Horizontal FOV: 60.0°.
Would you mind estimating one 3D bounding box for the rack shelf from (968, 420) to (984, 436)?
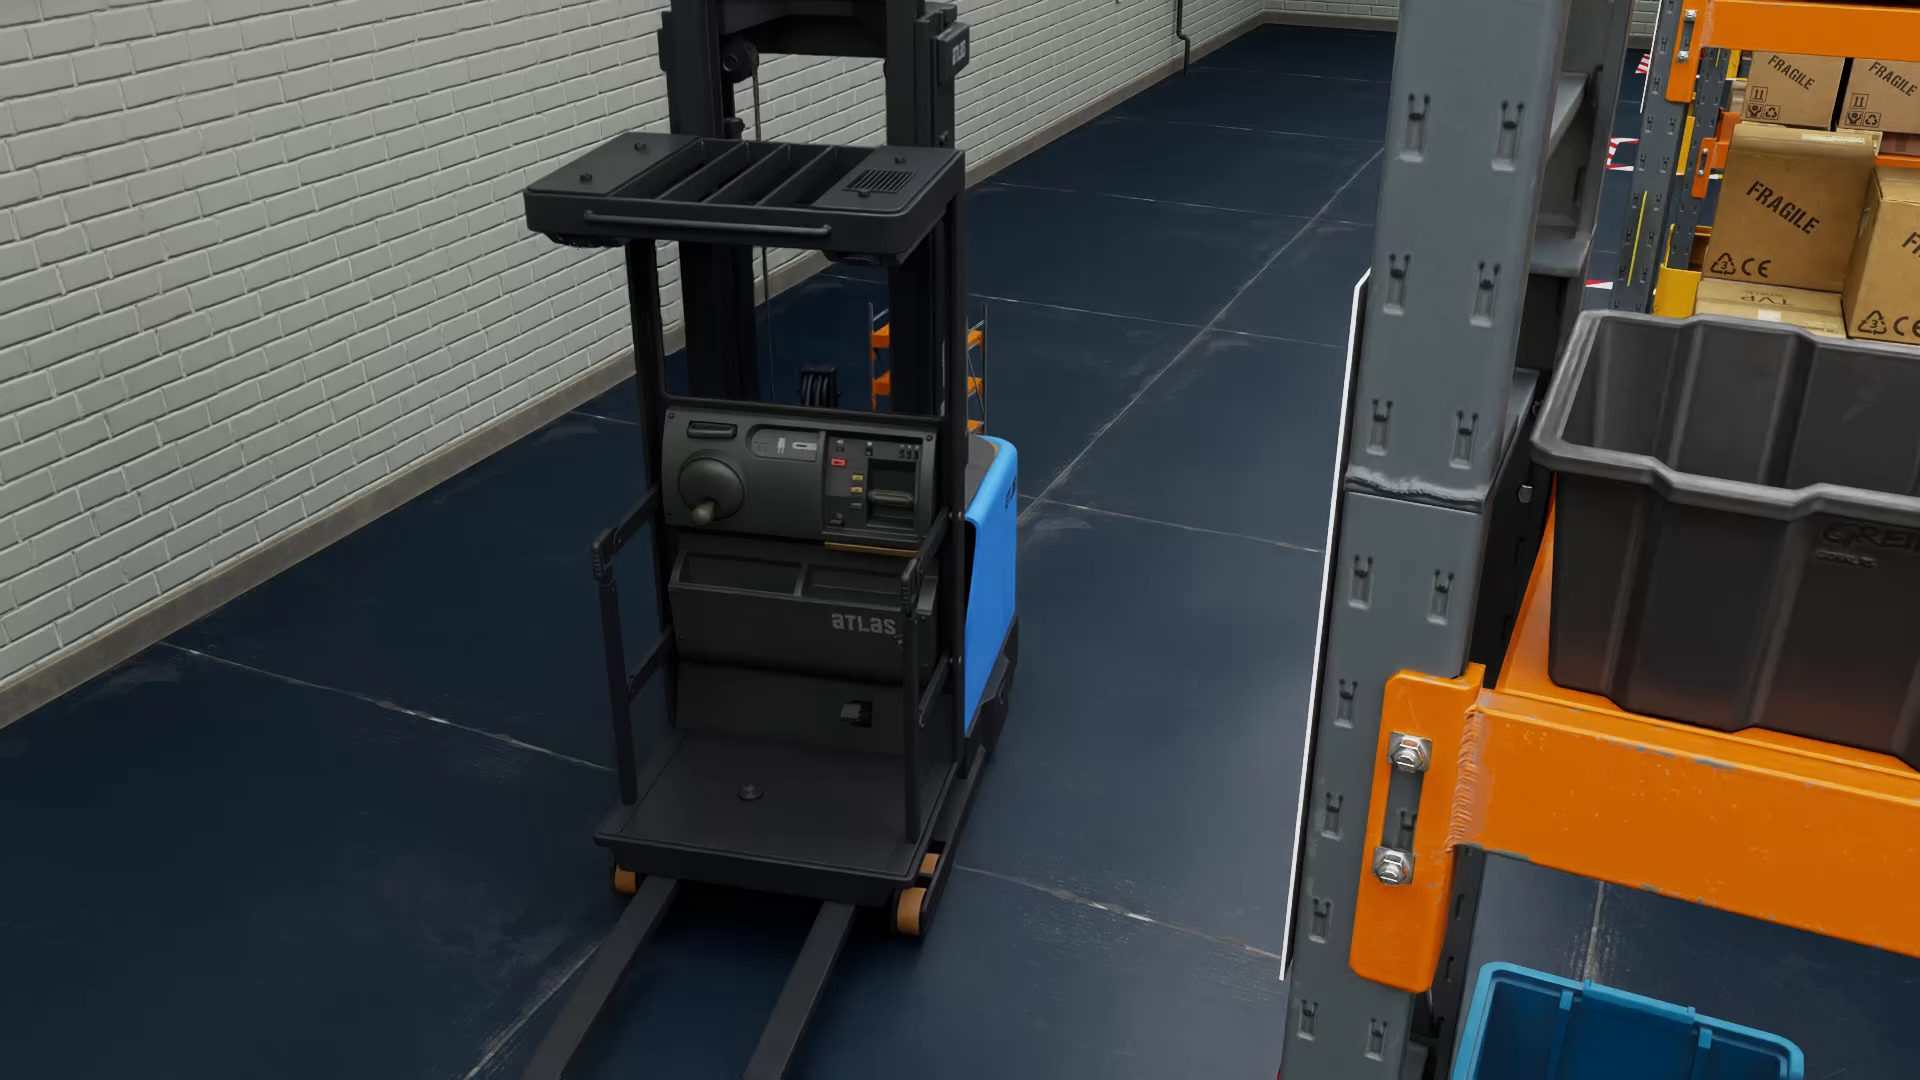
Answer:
[{"bbox_3d":[-0.151,-0.508,8.076,0.480,0.148,0.258,11,28,22],"label":"rack shelf"}]

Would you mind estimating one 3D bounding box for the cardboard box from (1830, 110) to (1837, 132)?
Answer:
[{"bbox_3d":[5.677,-2.698,10.619,0.250,0.149,0.380,11,28,21],"label":"cardboard box"}]

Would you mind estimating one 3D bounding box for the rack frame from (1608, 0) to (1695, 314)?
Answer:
[{"bbox_3d":[2.672,-0.882,6.645,0.127,3.000,1.000,11,28,22],"label":"rack frame"}]

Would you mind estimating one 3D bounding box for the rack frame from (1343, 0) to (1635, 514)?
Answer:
[{"bbox_3d":[0.622,-1.582,1.275,0.127,3.000,1.000,11,28,22],"label":"rack frame"}]

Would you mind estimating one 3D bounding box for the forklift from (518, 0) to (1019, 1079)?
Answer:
[{"bbox_3d":[-0.579,-0.174,5.285,1.130,2.935,3.031,6,27,11],"label":"forklift"}]

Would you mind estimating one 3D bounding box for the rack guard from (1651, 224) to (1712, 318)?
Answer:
[{"bbox_3d":[4.887,-1.722,11.182,0.348,0.500,1.175,11,28,22],"label":"rack guard"}]

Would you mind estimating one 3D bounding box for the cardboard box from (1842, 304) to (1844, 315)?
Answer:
[{"bbox_3d":[3.685,-0.873,6.460,0.500,0.250,0.500,11,28,21],"label":"cardboard box"}]

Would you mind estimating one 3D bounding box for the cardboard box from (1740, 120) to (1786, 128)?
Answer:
[{"bbox_3d":[4.977,-2.554,10.325,0.250,0.149,0.380,11,28,21],"label":"cardboard box"}]

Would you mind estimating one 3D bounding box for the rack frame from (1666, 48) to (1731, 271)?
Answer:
[{"bbox_3d":[4.818,-2.857,10.658,0.127,3.000,1.000,11,28,22],"label":"rack frame"}]

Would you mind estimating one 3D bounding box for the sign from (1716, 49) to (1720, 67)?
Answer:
[{"bbox_3d":[4.593,-3.028,10.023,0.005,0.325,0.100,11,28,22],"label":"sign"}]

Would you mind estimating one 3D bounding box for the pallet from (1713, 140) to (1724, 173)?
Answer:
[{"bbox_3d":[7.535,-3.500,15.121,1.213,0.211,1.003,11,28,22],"label":"pallet"}]

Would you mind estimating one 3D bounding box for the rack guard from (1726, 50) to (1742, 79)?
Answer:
[{"bbox_3d":[8.895,-5.727,19.317,0.348,0.500,1.175,11,28,22],"label":"rack guard"}]

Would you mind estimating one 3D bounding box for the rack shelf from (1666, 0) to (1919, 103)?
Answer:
[{"bbox_3d":[4.493,-1.539,5.398,4.000,0.370,1.077,11,28,22],"label":"rack shelf"}]

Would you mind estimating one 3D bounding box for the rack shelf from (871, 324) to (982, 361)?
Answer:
[{"bbox_3d":[-0.151,-0.921,7.873,0.480,0.148,0.258,11,28,22],"label":"rack shelf"}]

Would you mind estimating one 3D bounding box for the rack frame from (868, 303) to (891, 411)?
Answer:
[{"bbox_3d":[-0.373,-0.613,8.137,0.015,1.200,0.240,11,28,22],"label":"rack frame"}]

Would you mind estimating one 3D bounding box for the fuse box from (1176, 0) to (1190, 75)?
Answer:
[{"bbox_3d":[2.634,-6.128,18.759,0.414,1.711,0.539,11,28,22],"label":"fuse box"}]

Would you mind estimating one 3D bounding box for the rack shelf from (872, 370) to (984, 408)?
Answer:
[{"bbox_3d":[-0.151,-0.709,7.977,0.480,0.148,0.258,11,28,22],"label":"rack shelf"}]

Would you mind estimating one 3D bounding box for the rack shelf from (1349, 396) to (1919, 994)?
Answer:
[{"bbox_3d":[2.443,0.453,1.353,4.000,0.370,1.077,11,28,22],"label":"rack shelf"}]

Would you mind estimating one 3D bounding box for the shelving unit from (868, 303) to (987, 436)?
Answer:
[{"bbox_3d":[-0.151,-0.569,8.046,0.503,1.200,0.258,11,28,22],"label":"shelving unit"}]

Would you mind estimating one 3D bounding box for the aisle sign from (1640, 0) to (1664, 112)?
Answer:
[{"bbox_3d":[2.483,-1.940,5.852,0.004,0.787,0.394,11,28,22],"label":"aisle sign"}]

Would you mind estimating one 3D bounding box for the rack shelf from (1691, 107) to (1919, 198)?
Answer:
[{"bbox_3d":[6.638,-2.169,10.074,4.000,0.370,1.077,11,28,22],"label":"rack shelf"}]

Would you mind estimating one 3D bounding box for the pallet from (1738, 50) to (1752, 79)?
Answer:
[{"bbox_3d":[9.621,-5.452,19.086,1.213,0.211,1.003,11,28,22],"label":"pallet"}]

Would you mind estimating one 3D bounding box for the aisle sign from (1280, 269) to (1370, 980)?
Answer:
[{"bbox_3d":[0.434,0.050,1.810,0.004,0.787,0.394,11,28,22],"label":"aisle sign"}]

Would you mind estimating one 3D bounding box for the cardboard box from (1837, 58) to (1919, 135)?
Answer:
[{"bbox_3d":[5.610,-2.755,10.000,0.500,0.500,0.500,11,28,22],"label":"cardboard box"}]

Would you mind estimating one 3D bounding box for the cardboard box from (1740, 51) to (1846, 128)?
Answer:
[{"bbox_3d":[5.112,-2.843,10.178,0.500,0.500,0.500,13,29,24],"label":"cardboard box"}]

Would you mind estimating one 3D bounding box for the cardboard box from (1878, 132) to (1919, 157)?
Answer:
[{"bbox_3d":[5.741,-2.461,10.137,0.250,0.149,0.380,13,29,24],"label":"cardboard box"}]

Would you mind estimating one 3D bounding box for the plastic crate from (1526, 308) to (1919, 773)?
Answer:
[{"bbox_3d":[0.857,0.005,1.595,0.590,0.269,0.497,11,28,22],"label":"plastic crate"}]

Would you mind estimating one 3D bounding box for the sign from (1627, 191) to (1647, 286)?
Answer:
[{"bbox_3d":[2.437,-1.083,5.985,0.005,0.325,0.100,11,28,22],"label":"sign"}]

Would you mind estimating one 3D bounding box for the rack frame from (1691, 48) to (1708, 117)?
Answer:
[{"bbox_3d":[6.775,-4.866,14.738,0.127,3.000,1.000,11,28,22],"label":"rack frame"}]

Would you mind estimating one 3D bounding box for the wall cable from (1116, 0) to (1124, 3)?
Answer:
[{"bbox_3d":[1.632,-6.358,16.582,0.123,1.953,0.585,11,28,22],"label":"wall cable"}]

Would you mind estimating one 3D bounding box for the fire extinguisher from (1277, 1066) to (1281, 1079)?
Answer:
[{"bbox_3d":[0.673,1.102,3.126,0.183,0.674,0.296,11,28,22],"label":"fire extinguisher"}]

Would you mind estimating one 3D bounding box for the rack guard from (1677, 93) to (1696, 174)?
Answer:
[{"bbox_3d":[6.753,-3.749,15.299,0.348,0.500,1.175,11,28,22],"label":"rack guard"}]

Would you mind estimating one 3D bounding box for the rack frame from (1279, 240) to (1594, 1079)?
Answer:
[{"bbox_3d":[0.622,1.110,2.600,0.127,3.000,1.000,11,28,22],"label":"rack frame"}]

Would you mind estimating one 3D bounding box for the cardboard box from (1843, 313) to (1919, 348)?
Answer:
[{"bbox_3d":[3.474,-0.659,6.026,0.500,0.250,0.500,11,28,21],"label":"cardboard box"}]

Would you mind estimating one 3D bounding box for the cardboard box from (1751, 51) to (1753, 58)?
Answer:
[{"bbox_3d":[9.343,-5.781,18.947,0.637,0.503,0.797,10,28,20],"label":"cardboard box"}]

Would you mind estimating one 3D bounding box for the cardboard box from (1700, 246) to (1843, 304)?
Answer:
[{"bbox_3d":[3.223,-0.966,6.649,0.500,0.250,0.500,11,28,21],"label":"cardboard box"}]

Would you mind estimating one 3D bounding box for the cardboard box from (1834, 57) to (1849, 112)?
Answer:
[{"bbox_3d":[5.800,-2.961,10.418,0.500,0.500,0.500,11,28,21],"label":"cardboard box"}]

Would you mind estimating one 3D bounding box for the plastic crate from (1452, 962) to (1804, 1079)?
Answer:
[{"bbox_3d":[1.004,1.053,2.607,0.499,0.435,0.616,11,28,22],"label":"plastic crate"}]

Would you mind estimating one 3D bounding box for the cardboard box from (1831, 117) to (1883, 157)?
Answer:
[{"bbox_3d":[5.448,-2.453,10.121,0.250,0.149,0.380,11,28,20],"label":"cardboard box"}]

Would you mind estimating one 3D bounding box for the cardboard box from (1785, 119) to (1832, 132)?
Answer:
[{"bbox_3d":[5.226,-2.524,10.265,0.250,0.149,0.380,12,29,24],"label":"cardboard box"}]

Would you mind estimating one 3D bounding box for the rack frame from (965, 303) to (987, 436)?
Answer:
[{"bbox_3d":[0.071,-0.524,7.956,0.015,1.200,0.240,11,28,22],"label":"rack frame"}]

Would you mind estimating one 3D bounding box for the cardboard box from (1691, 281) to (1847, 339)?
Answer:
[{"bbox_3d":[2.998,-0.751,6.213,0.500,0.250,0.500,11,28,20],"label":"cardboard box"}]

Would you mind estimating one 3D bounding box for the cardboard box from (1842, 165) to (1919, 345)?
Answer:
[{"bbox_3d":[3.453,-0.996,5.862,0.500,0.500,0.500,11,28,21],"label":"cardboard box"}]

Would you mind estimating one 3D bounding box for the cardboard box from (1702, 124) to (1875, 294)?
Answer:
[{"bbox_3d":[3.225,-1.301,6.480,0.500,0.500,0.500,12,29,22],"label":"cardboard box"}]

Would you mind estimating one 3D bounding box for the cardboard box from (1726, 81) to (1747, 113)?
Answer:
[{"bbox_3d":[7.417,-3.825,15.048,0.875,0.438,0.875,10,28,20],"label":"cardboard box"}]
